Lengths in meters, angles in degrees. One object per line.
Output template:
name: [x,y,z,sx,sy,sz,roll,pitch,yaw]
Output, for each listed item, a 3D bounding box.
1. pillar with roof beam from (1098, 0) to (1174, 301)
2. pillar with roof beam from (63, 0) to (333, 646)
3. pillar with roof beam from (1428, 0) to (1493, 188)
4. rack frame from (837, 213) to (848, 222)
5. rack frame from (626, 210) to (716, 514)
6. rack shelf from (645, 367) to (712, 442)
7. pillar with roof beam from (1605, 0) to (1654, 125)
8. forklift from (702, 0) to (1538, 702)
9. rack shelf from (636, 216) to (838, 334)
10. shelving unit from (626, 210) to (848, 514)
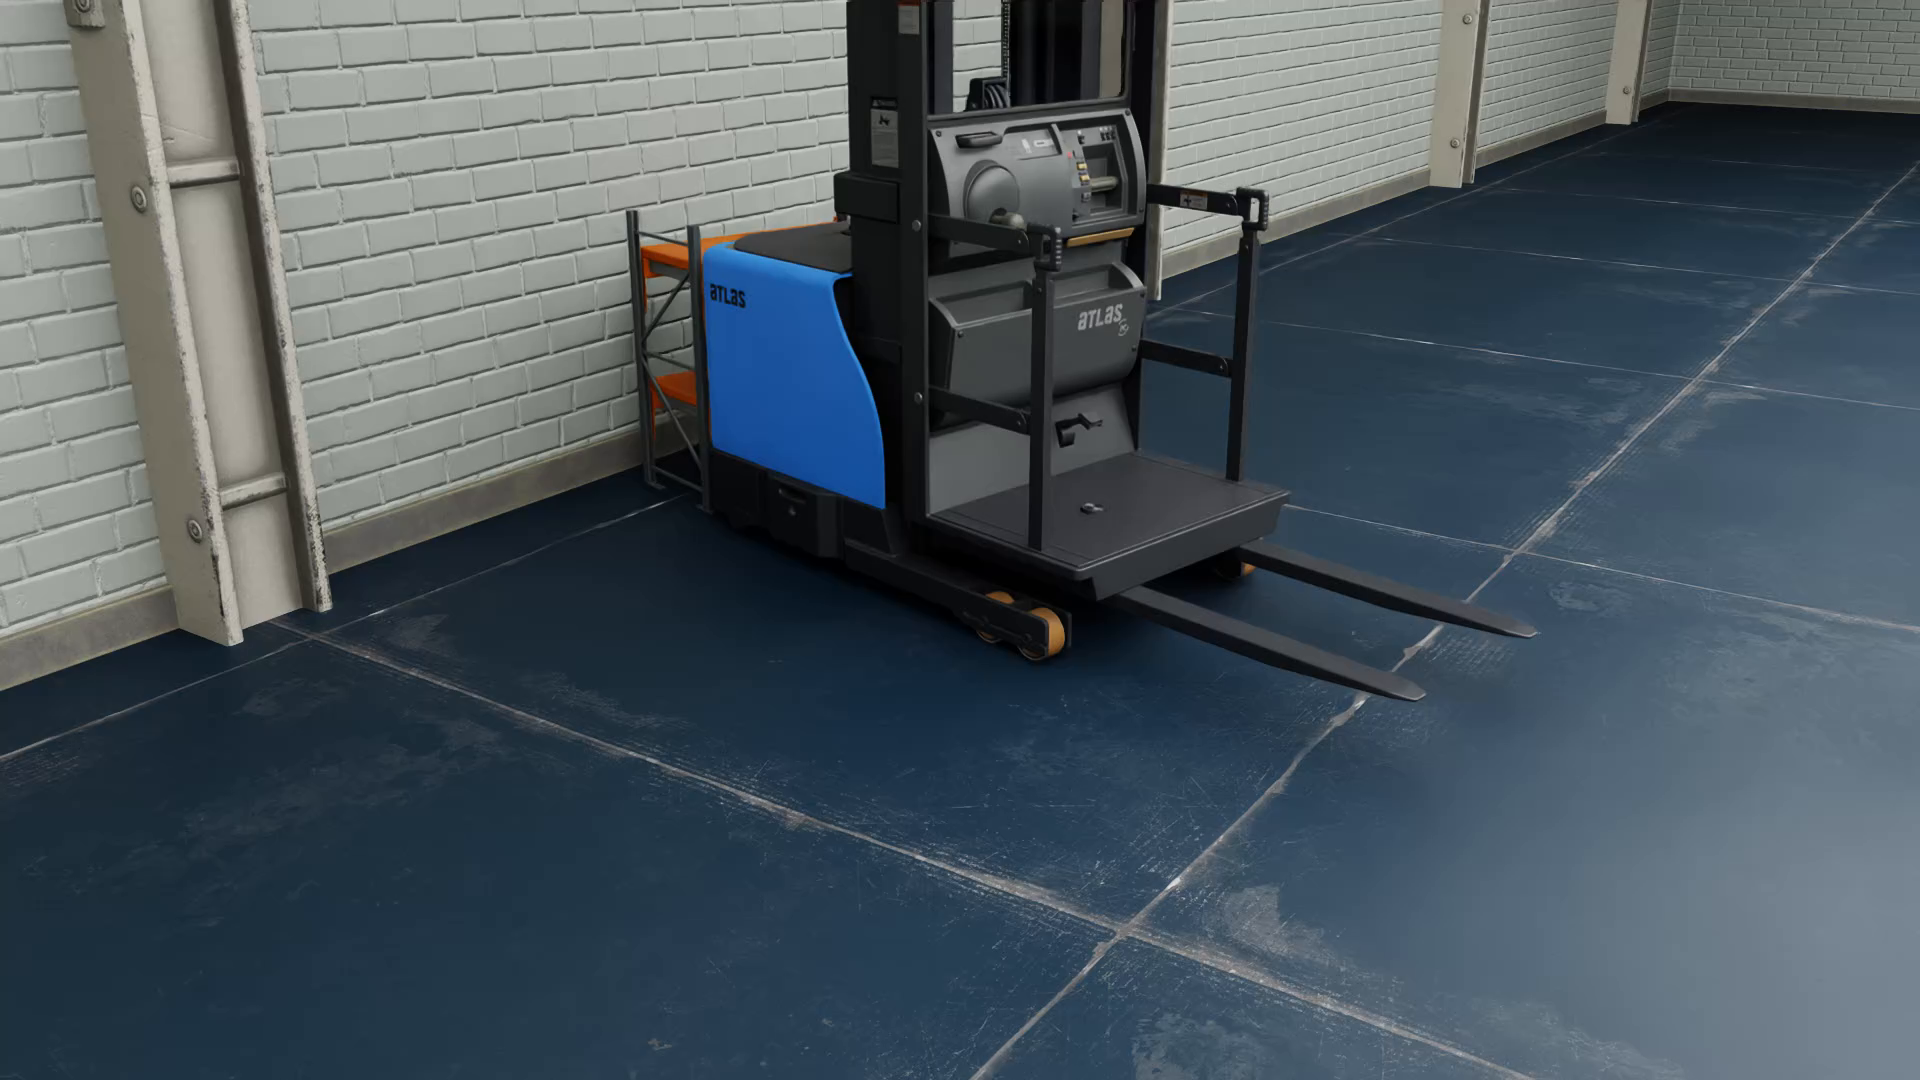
pillar with roof beam: [4.569,-4.847,6.397,9.100,9.000,0.400,13,24,32]
pillar with roof beam: [1.197,-3.125,1.743,9.100,9.000,0.400,13,24,32]
pillar with roof beam: [7.942,-6.568,11.051,9.100,9.000,0.400,13,24,32]
rack frame: [-0.360,-0.928,7.153,0.032,1.125,0.500,-16,26,-37]
rack frame: [-1.138,-0.701,6.539,0.032,1.125,0.500,-16,26,-37]
rack shelf: [-0.749,-0.585,6.931,1.000,0.278,0.538,-16,26,-37]
pillar with roof beam: [11.315,-8.290,15.705,9.100,9.000,0.400,13,24,32]
forklift: [0.418,-1.195,5.270,1.130,2.935,3.031,-18,27,-40]
rack shelf: [-0.749,-1.089,6.744,1.000,0.278,0.538,-16,26,-37]
shelving unit: [-0.749,-0.815,6.846,1.048,1.125,0.538,-16,26,-37]
